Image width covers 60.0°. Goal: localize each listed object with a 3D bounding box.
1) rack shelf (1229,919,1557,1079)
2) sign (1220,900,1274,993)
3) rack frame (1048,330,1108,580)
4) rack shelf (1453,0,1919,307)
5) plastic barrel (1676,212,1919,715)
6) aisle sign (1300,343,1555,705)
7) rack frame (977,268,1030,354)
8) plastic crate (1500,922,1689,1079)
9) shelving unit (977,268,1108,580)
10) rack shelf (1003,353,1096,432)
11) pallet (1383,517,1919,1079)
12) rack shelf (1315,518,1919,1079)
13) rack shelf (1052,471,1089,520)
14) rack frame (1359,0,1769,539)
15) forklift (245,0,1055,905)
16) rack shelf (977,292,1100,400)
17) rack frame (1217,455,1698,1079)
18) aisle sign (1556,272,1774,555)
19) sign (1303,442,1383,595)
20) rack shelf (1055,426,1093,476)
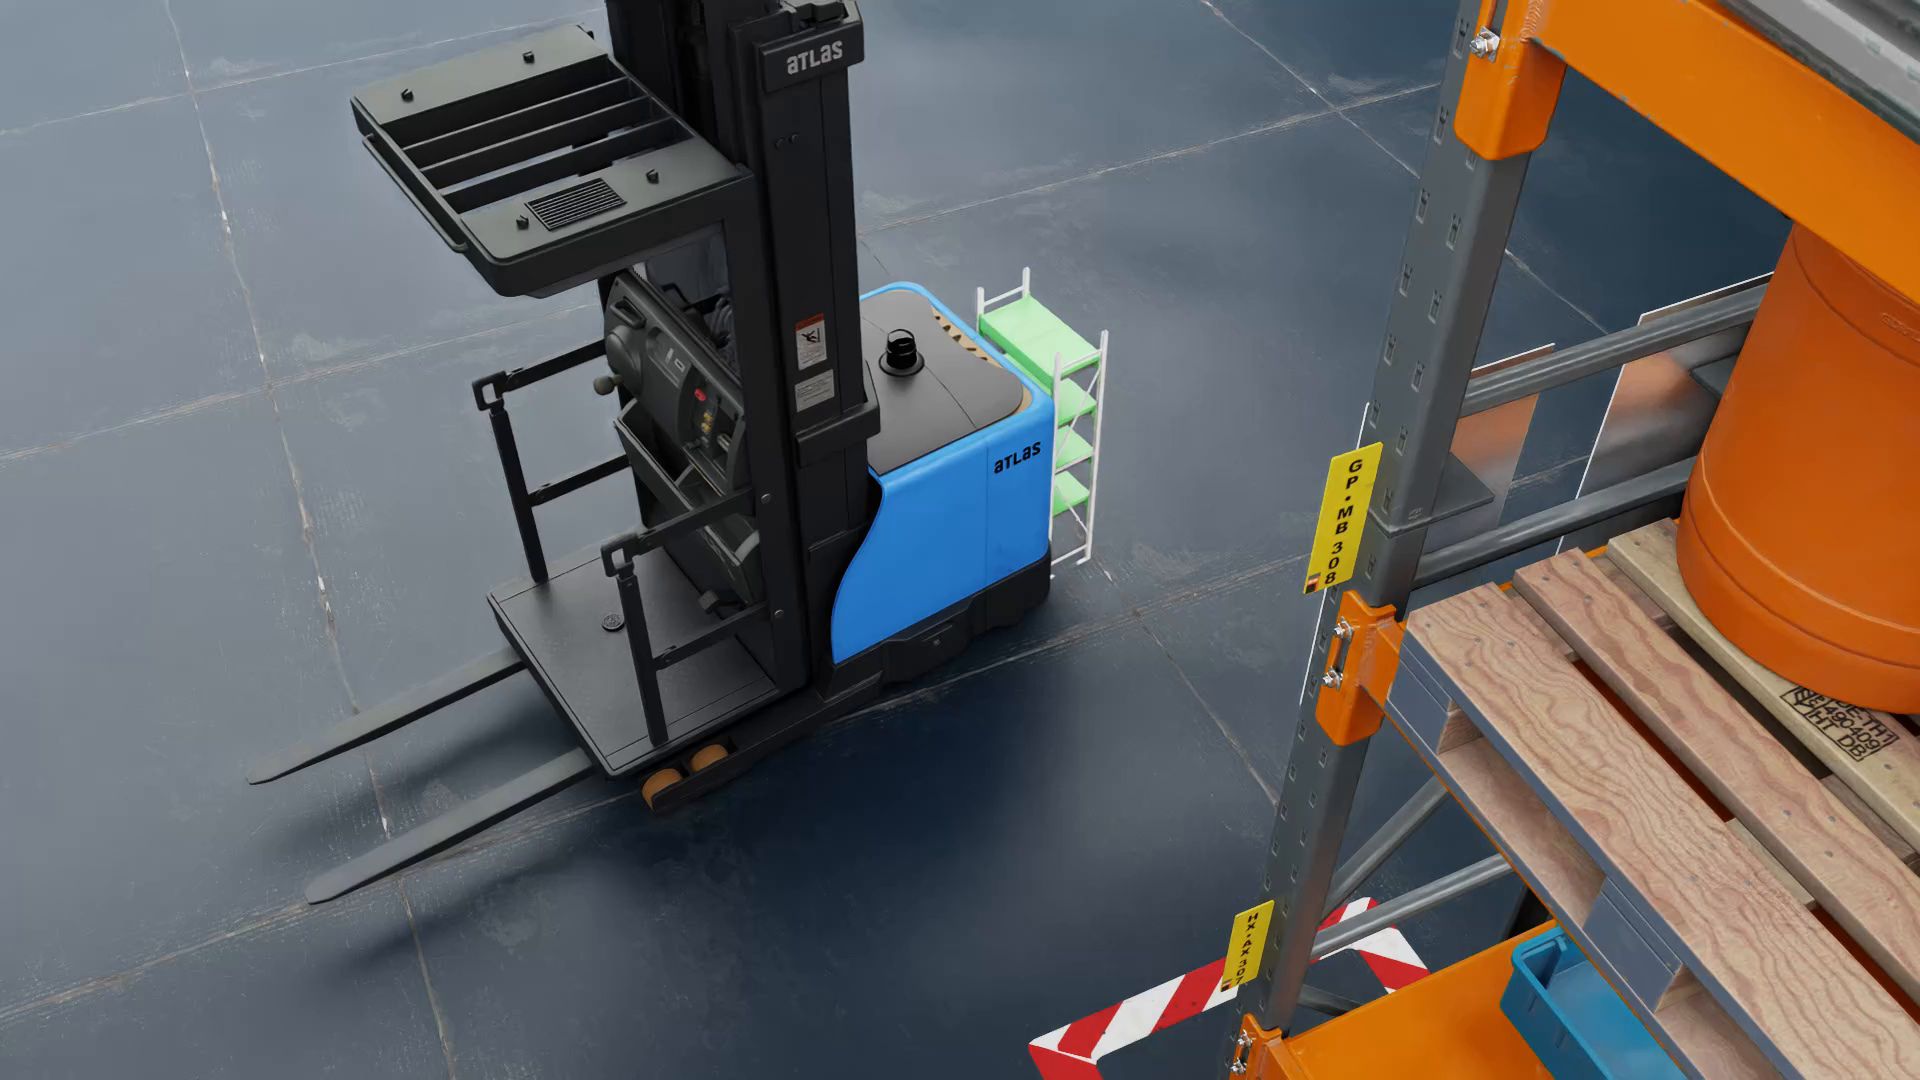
[{"bbox_3d":[2.002,2.409,3.054,1.077,0.370,4.000,-18,47,-17],"label":"rack shelf"},{"bbox_3d":[0.660,0.939,3.834,0.100,0.325,0.005,-18,47,-17],"label":"sign"},{"bbox_3d":[0.449,-0.303,6.572,0.240,1.200,0.015,-26,50,-24],"label":"rack frame"},{"bbox_3d":[2.002,0.416,1.088,1.077,0.370,4.000,-18,47,-17],"label":"rack shelf"},{"bbox_3d":[1.481,-0.220,2.465,0.600,0.830,0.708,-18,47,-17],"label":"plastic barrel"},{"bbox_3d":[0.865,-0.007,3.139,0.394,0.787,0.004,-18,47,-17],"label":"aisle sign"},{"bbox_3d":[0.168,-0.584,6.856,0.240,1.200,0.015,-26,50,-24],"label":"rack frame"},{"bbox_3d":[1.643,1.162,3.912,0.499,0.251,0.616,-18,47,-17],"label":"plastic crate"},{"bbox_3d":[0.309,-0.444,6.714,0.258,1.200,0.503,-26,50,-24],"label":"shelving unit"},{"bbox_3d":[0.309,-0.569,6.590,0.258,0.148,0.480,-26,50,-24],"label":"rack shelf"},{"bbox_3d":[1.420,0.434,2.542,1.003,0.211,1.213,-18,47,-17],"label":"pallet"},{"bbox_3d":[2.002,1.341,2.001,1.077,0.370,4.000,-18,47,-17],"label":"rack shelf"},{"bbox_3d":[0.309,-0.227,6.927,0.258,0.148,0.480,-26,50,-24],"label":"rack shelf"},{"bbox_3d":[1.161,-1.257,1.986,1.000,3.000,0.127,-18,47,-17],"label":"rack frame"},{"bbox_3d":[-1.132,-0.468,5.506,3.031,2.935,1.130,-26,50,-24],"label":"forklift"},{"bbox_3d":[0.309,-0.740,6.422,0.258,0.148,0.480,-26,50,-24],"label":"rack shelf"},{"bbox_3d":[1.161,0.878,4.093,1.000,3.000,0.127,-18,47,-17],"label":"rack frame"},{"bbox_3d":[1.401,-0.181,3.315,0.394,0.787,0.004,-18,47,-17],"label":"aisle sign"},{"bbox_3d":[0.660,-0.033,2.875,0.100,0.325,0.005,-18,47,-17],"label":"sign"},{"bbox_3d":[0.309,-0.398,6.759,0.258,0.148,0.480,-26,50,-24],"label":"rack shelf"}]
